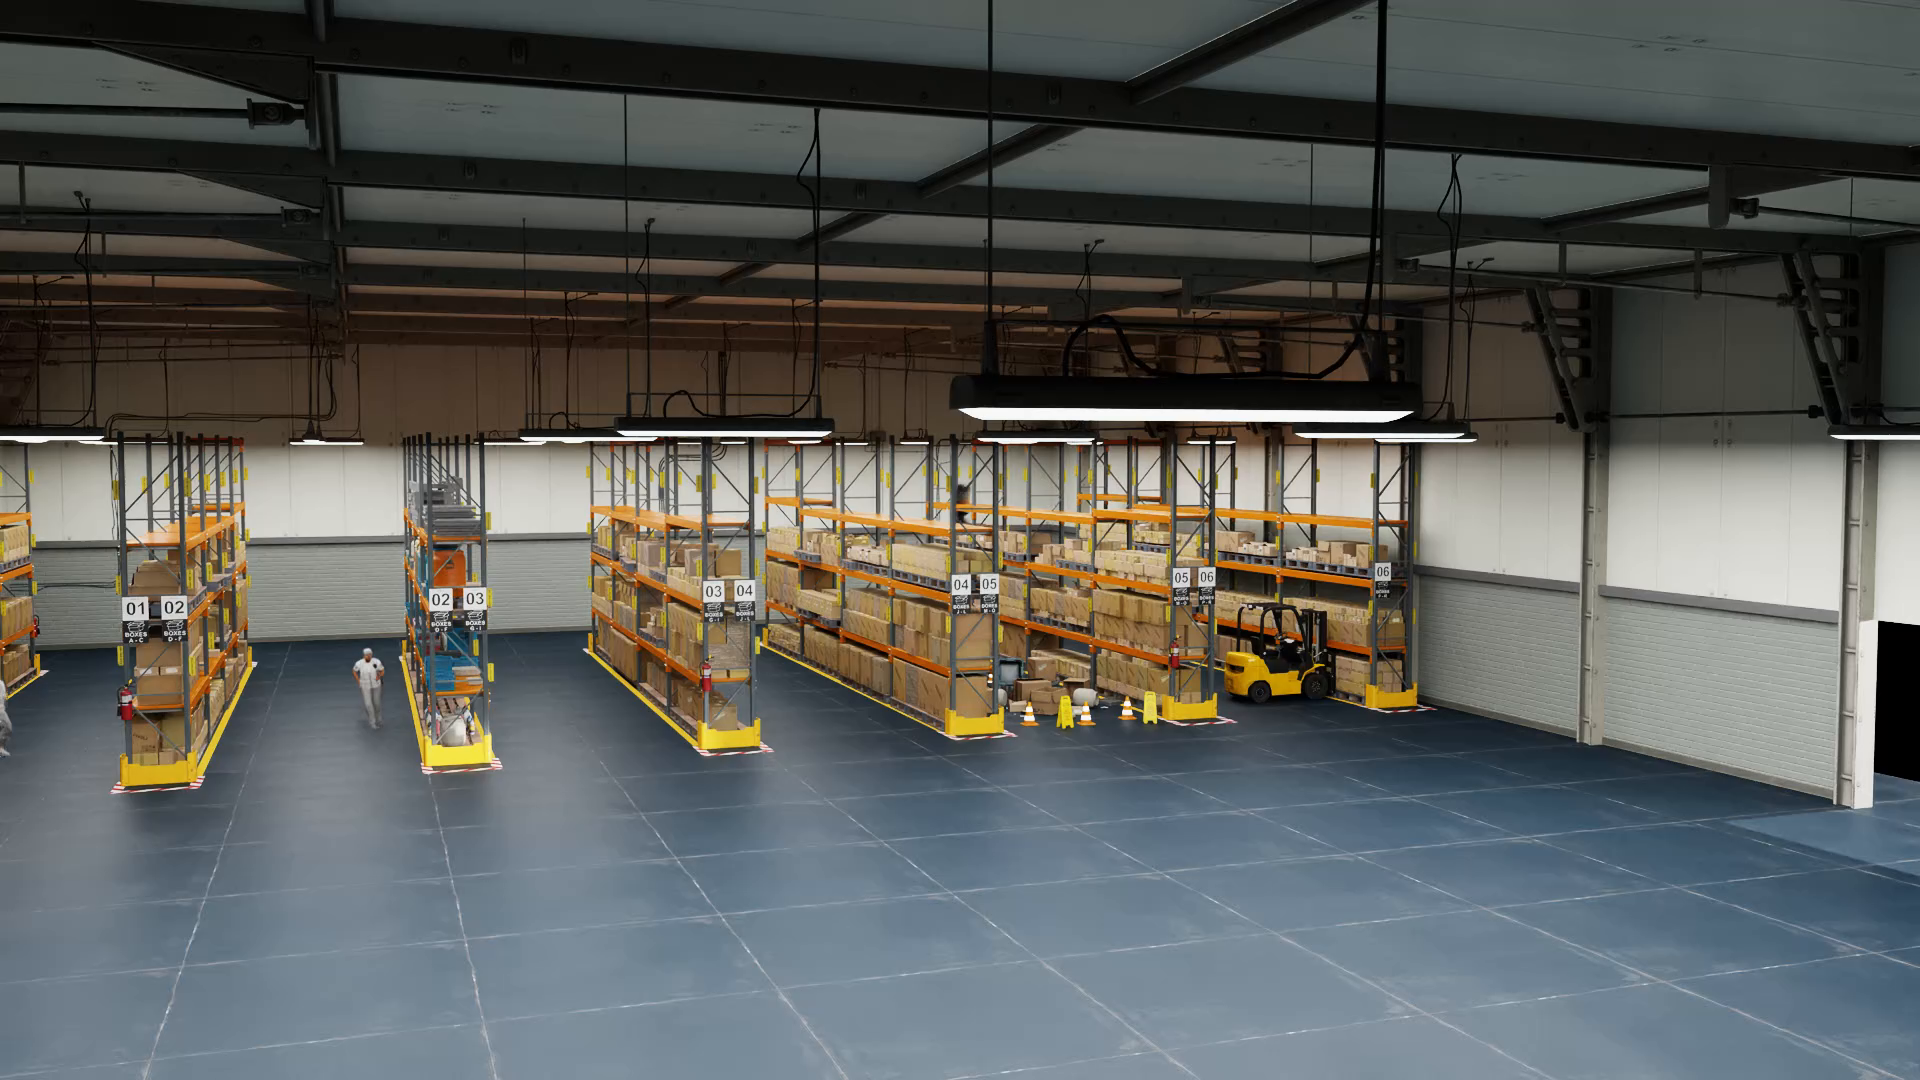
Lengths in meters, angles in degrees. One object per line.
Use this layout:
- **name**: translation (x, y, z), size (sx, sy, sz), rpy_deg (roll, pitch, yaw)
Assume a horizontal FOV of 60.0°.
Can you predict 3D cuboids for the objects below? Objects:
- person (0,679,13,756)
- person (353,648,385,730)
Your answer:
- **person**: translation (-17.667, 3.178, 30.365), size (0.883, 1.734, 0.637), rpy_deg (1, 3, 25)
- **person**: translation (-12.081, 3.009, 34.013), size (0.627, 1.639, 0.845), rpy_deg (-1, 3, -16)
